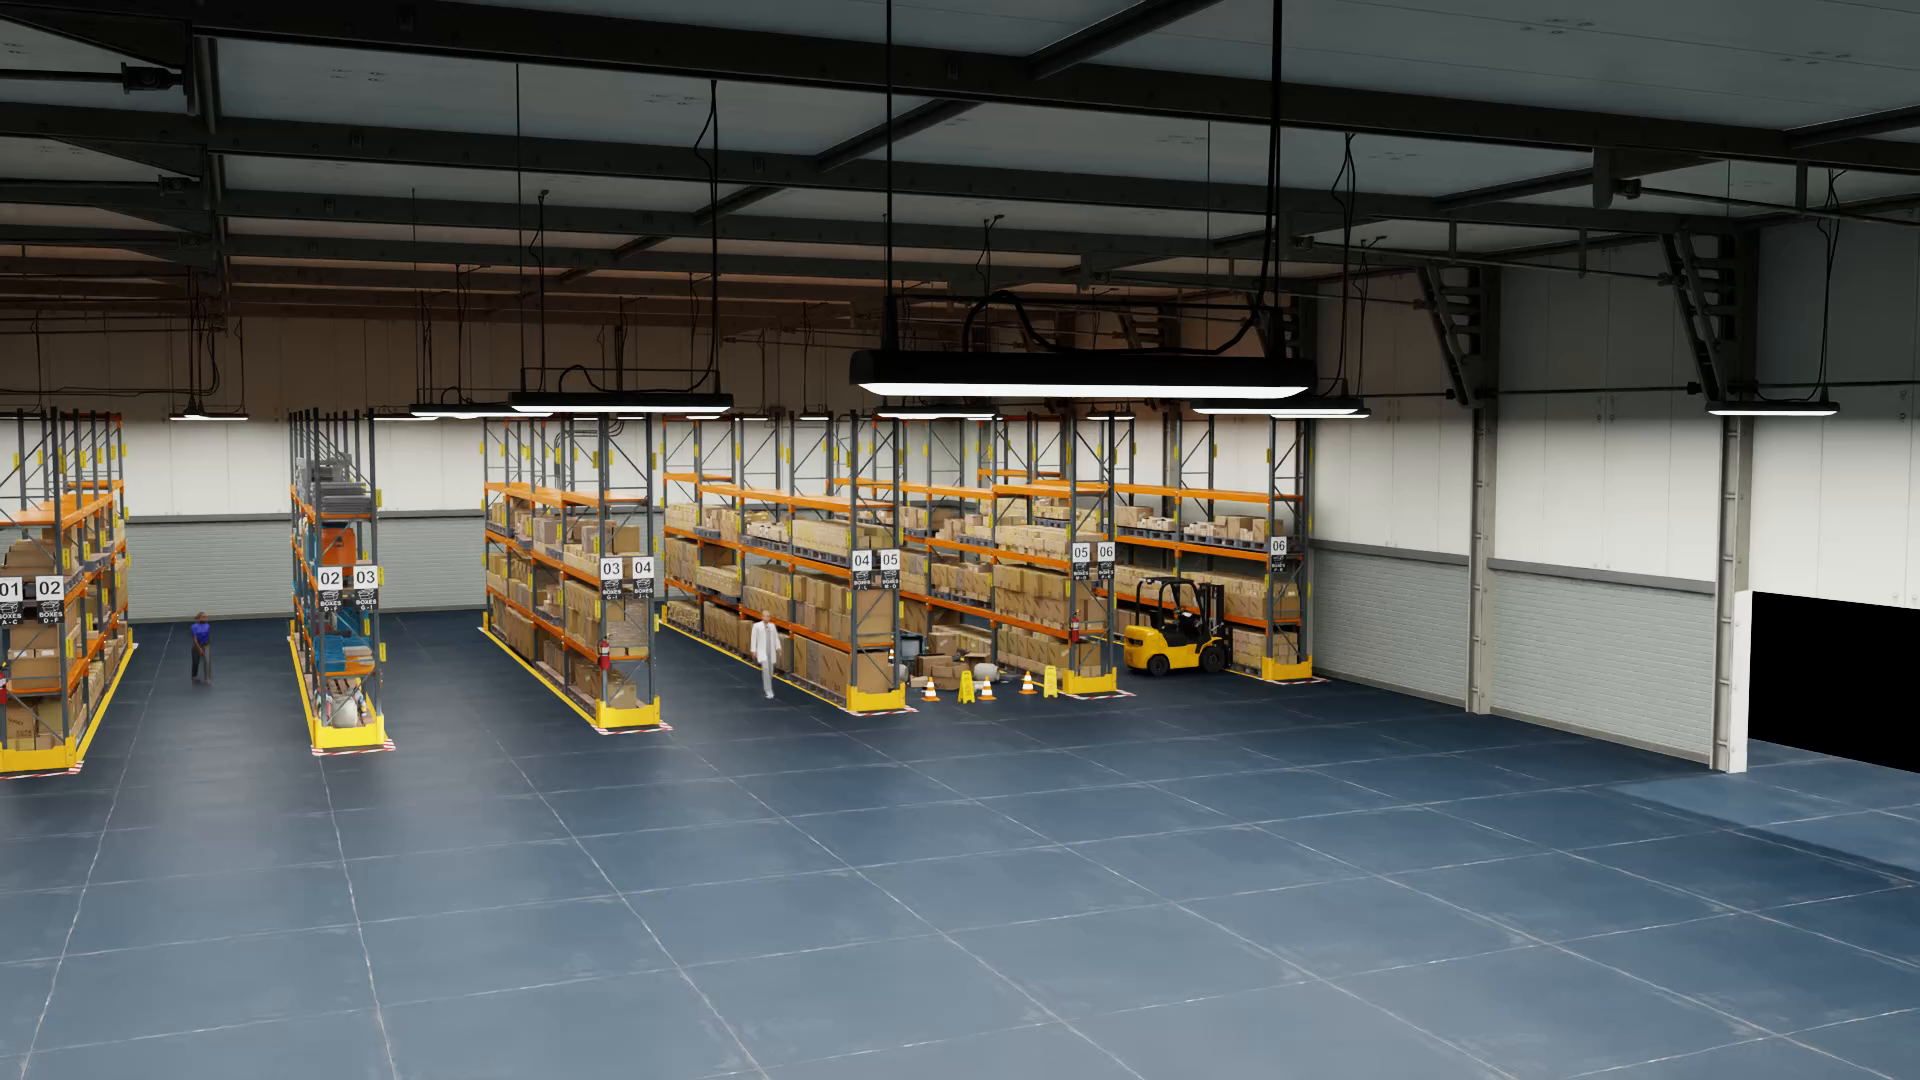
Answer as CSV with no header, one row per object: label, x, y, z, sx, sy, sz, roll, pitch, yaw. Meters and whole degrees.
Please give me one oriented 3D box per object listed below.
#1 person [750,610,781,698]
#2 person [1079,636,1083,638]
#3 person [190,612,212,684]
person,-4.032,2.398,35.056,0.620,1.794,0.798,-3,5,-35
person,2.706,2.042,39.631,0.561,1.760,0.700,-2,5,-28
person,-16.671,2.361,36.548,0.423,1.571,1.068,-3,5,-38
